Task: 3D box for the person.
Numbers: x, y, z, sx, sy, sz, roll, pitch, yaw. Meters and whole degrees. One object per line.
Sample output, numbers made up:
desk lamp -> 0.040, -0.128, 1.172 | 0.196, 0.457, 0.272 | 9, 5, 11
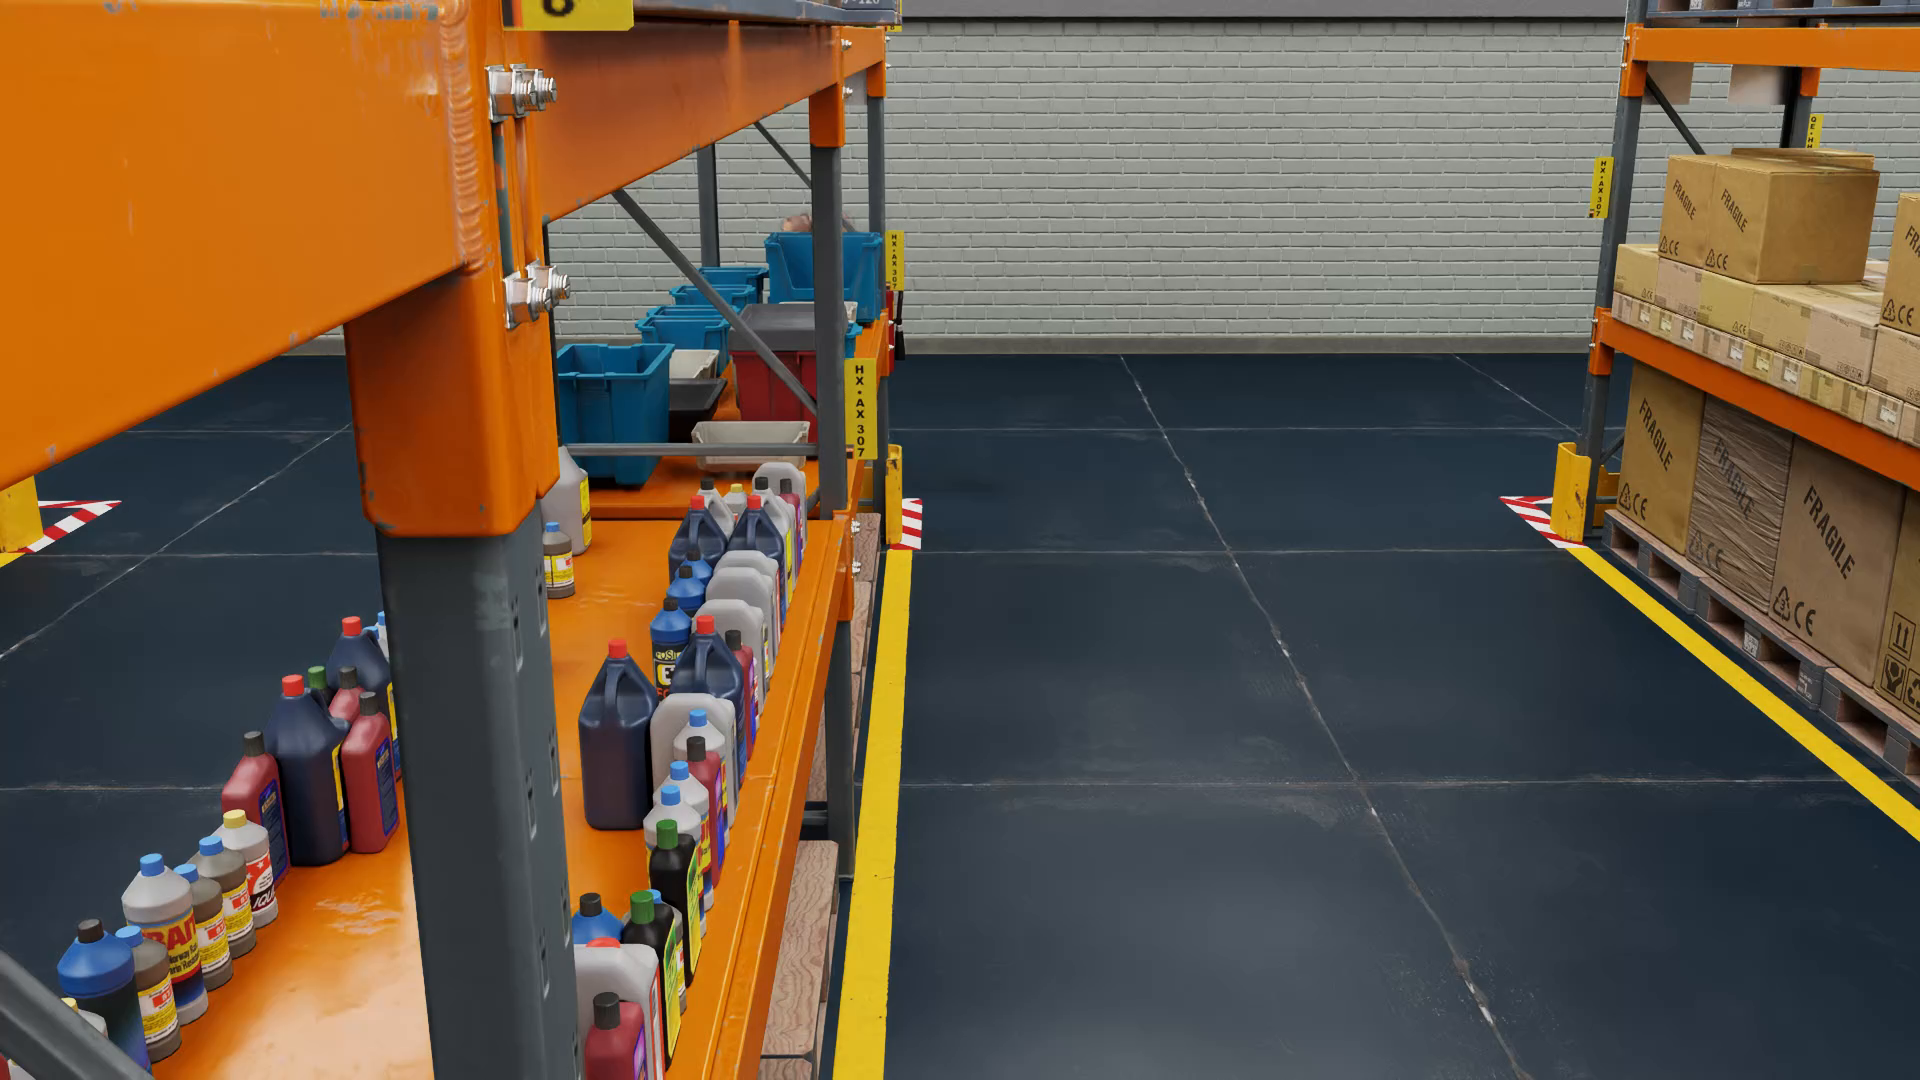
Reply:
person -> -1.077, -1.221, 10.553 | 1.035, 1.673, 0.565 | -1, 17, -2
